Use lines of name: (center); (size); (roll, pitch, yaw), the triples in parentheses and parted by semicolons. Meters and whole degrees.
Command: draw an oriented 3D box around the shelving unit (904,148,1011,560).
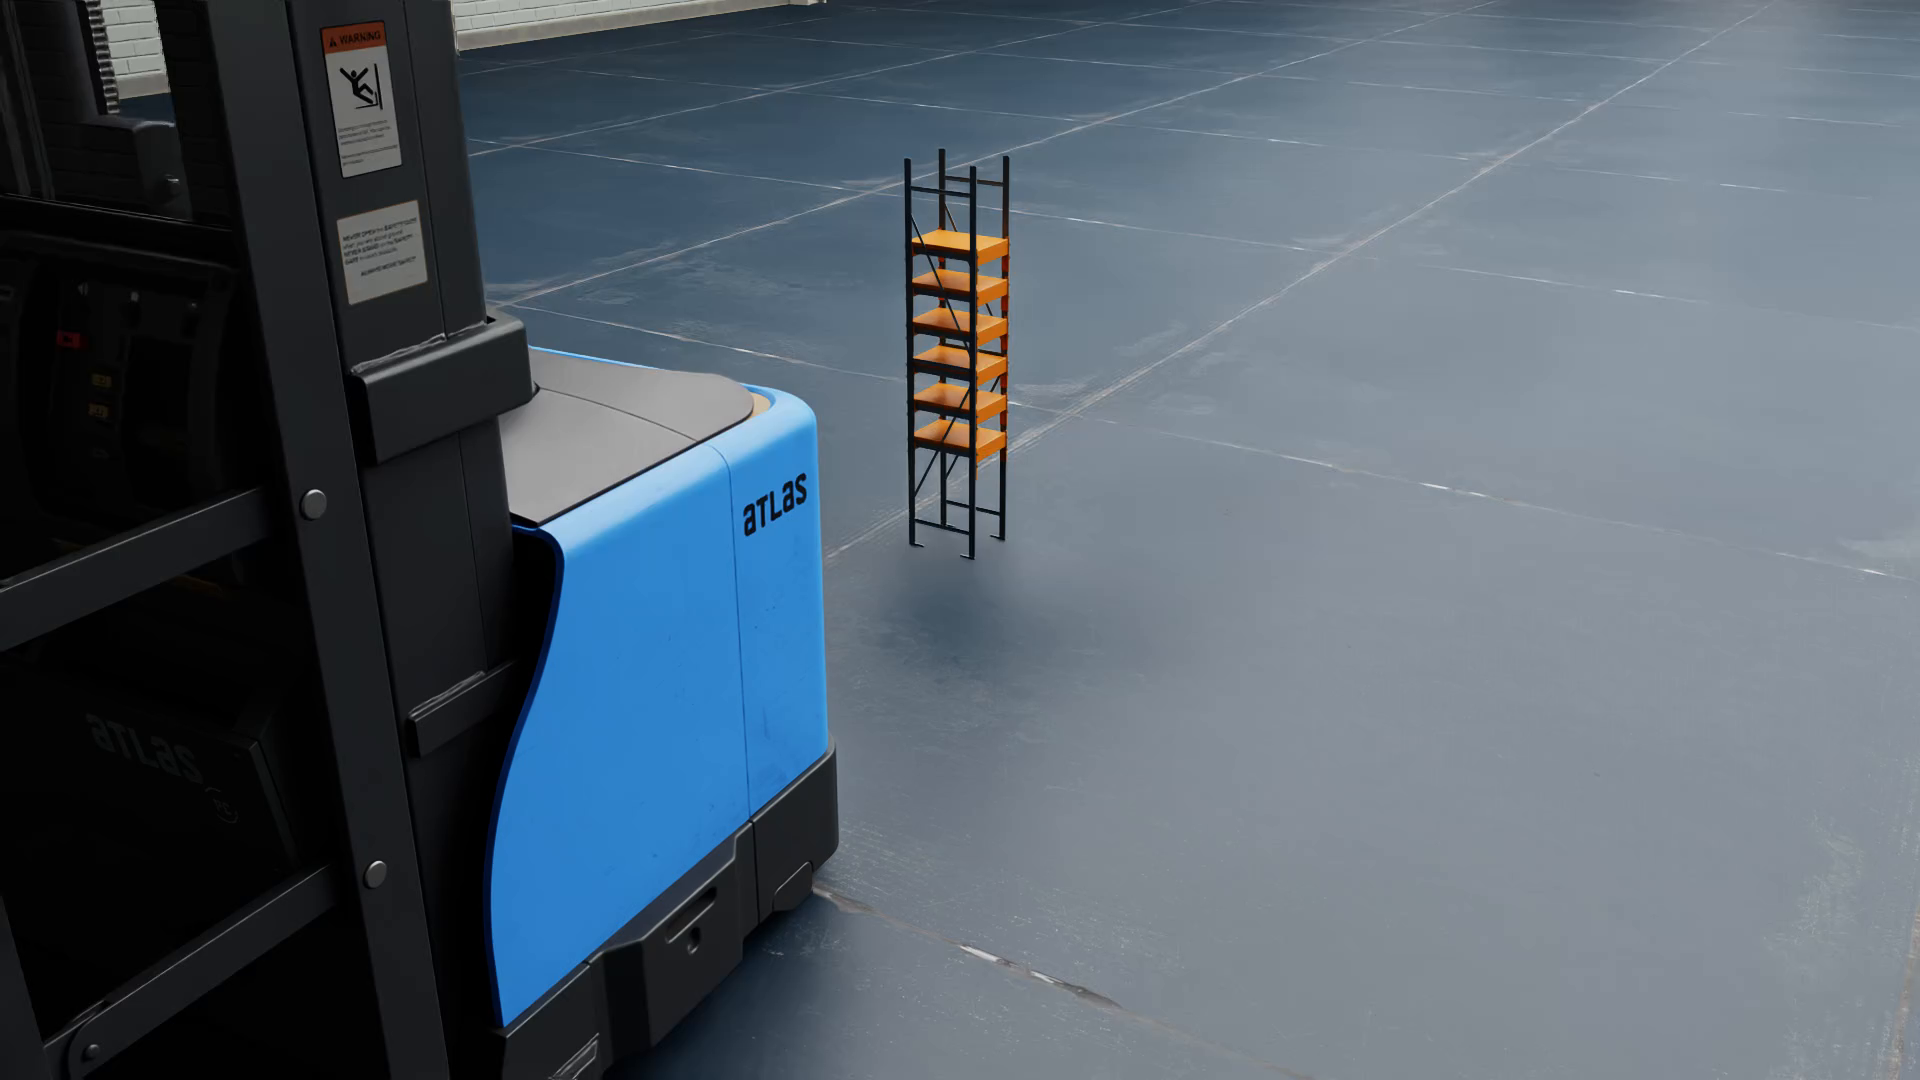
shelving unit: (-0.008, -0.546, 5.000); (0.258, 1.200, 0.189); (14, 27, 29)

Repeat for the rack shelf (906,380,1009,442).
rack shelf: (-0.008, -0.395, 5.066); (0.258, 0.103, 0.180); (14, 27, 29)

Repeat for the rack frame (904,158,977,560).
rack frame: (-0.056, -0.515, 4.929); (0.240, 1.200, 0.006); (14, 27, 29)

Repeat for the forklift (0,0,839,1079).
forklift: (-1.394, -0.213, 2.053); (1.130, 2.935, 3.031); (12, 26, 25)

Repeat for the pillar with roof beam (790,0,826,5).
pillar with roof beam: (1.760, -9.892, 16.773); (9.100, 9.000, 0.400); (14, 27, 29)

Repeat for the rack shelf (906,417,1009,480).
rack shelf: (-0.008, -0.285, 5.113); (0.258, 0.103, 0.180); (14, 27, 29)

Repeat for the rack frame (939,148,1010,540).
rack frame: (0.041, -0.577, 5.072); (0.240, 1.200, 0.006); (14, 27, 29)

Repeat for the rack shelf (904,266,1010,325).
rack shelf: (-0.008, -0.725, 4.923); (0.258, 0.103, 0.180); (14, 27, 29)

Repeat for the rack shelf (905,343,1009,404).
rack shelf: (-0.008, -0.505, 5.018); (0.258, 0.103, 0.180); (14, 27, 29)

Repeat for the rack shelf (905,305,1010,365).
rack shelf: (-0.008, -0.615, 4.970); (0.258, 0.103, 0.180); (14, 27, 29)

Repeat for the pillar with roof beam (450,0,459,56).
pillar with roof beam: (-1.405, -7.867, 12.095); (9.100, 9.000, 0.400); (14, 27, 29)

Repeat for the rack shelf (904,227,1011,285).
rack shelf: (-0.008, -0.835, 4.875); (0.258, 0.103, 0.180); (14, 27, 29)
